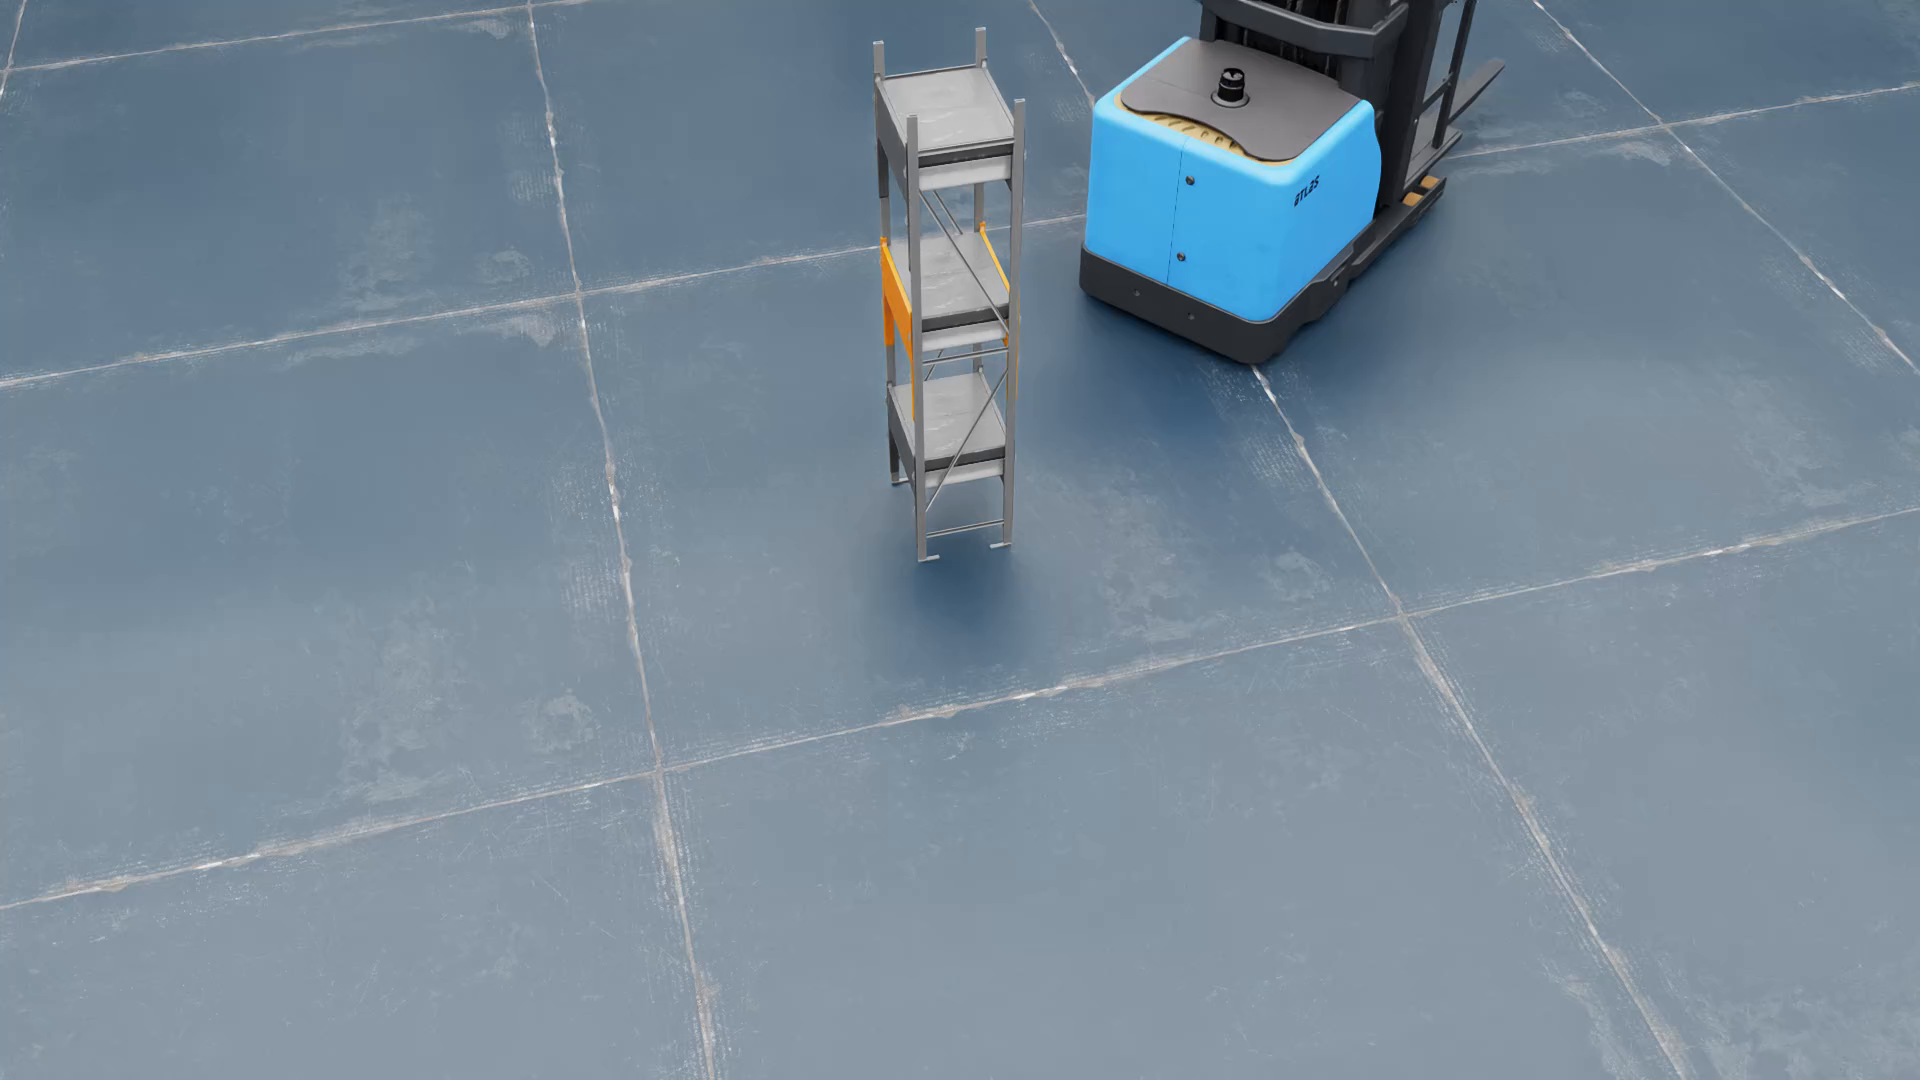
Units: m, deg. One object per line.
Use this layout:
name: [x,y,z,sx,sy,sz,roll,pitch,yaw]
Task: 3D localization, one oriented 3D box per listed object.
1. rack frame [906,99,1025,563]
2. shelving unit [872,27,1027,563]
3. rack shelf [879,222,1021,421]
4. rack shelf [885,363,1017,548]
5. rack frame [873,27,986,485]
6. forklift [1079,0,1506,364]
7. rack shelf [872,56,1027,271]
rack frame: [0.020,-0.681,6.198,0.400,2.100,0.015,-11,47,-10]
shelving unit: [-0.042,-0.849,6.363,0.431,2.100,0.503,-11,47,-10]
rack shelf: [-0.042,-0.840,6.373,0.431,0.518,0.480,-11,47,-10]
rack shelf: [-0.042,-0.350,6.873,0.431,0.518,0.480,-11,47,-10]
rack frame: [-0.105,-1.018,6.528,0.400,2.100,0.015,-11,47,-10]
forklift: [1.876,-2.845,7.737,1.130,2.935,3.031,29,52,25]
rack shelf: [-0.042,-1.330,5.873,0.431,0.518,0.480,-11,47,-10]
